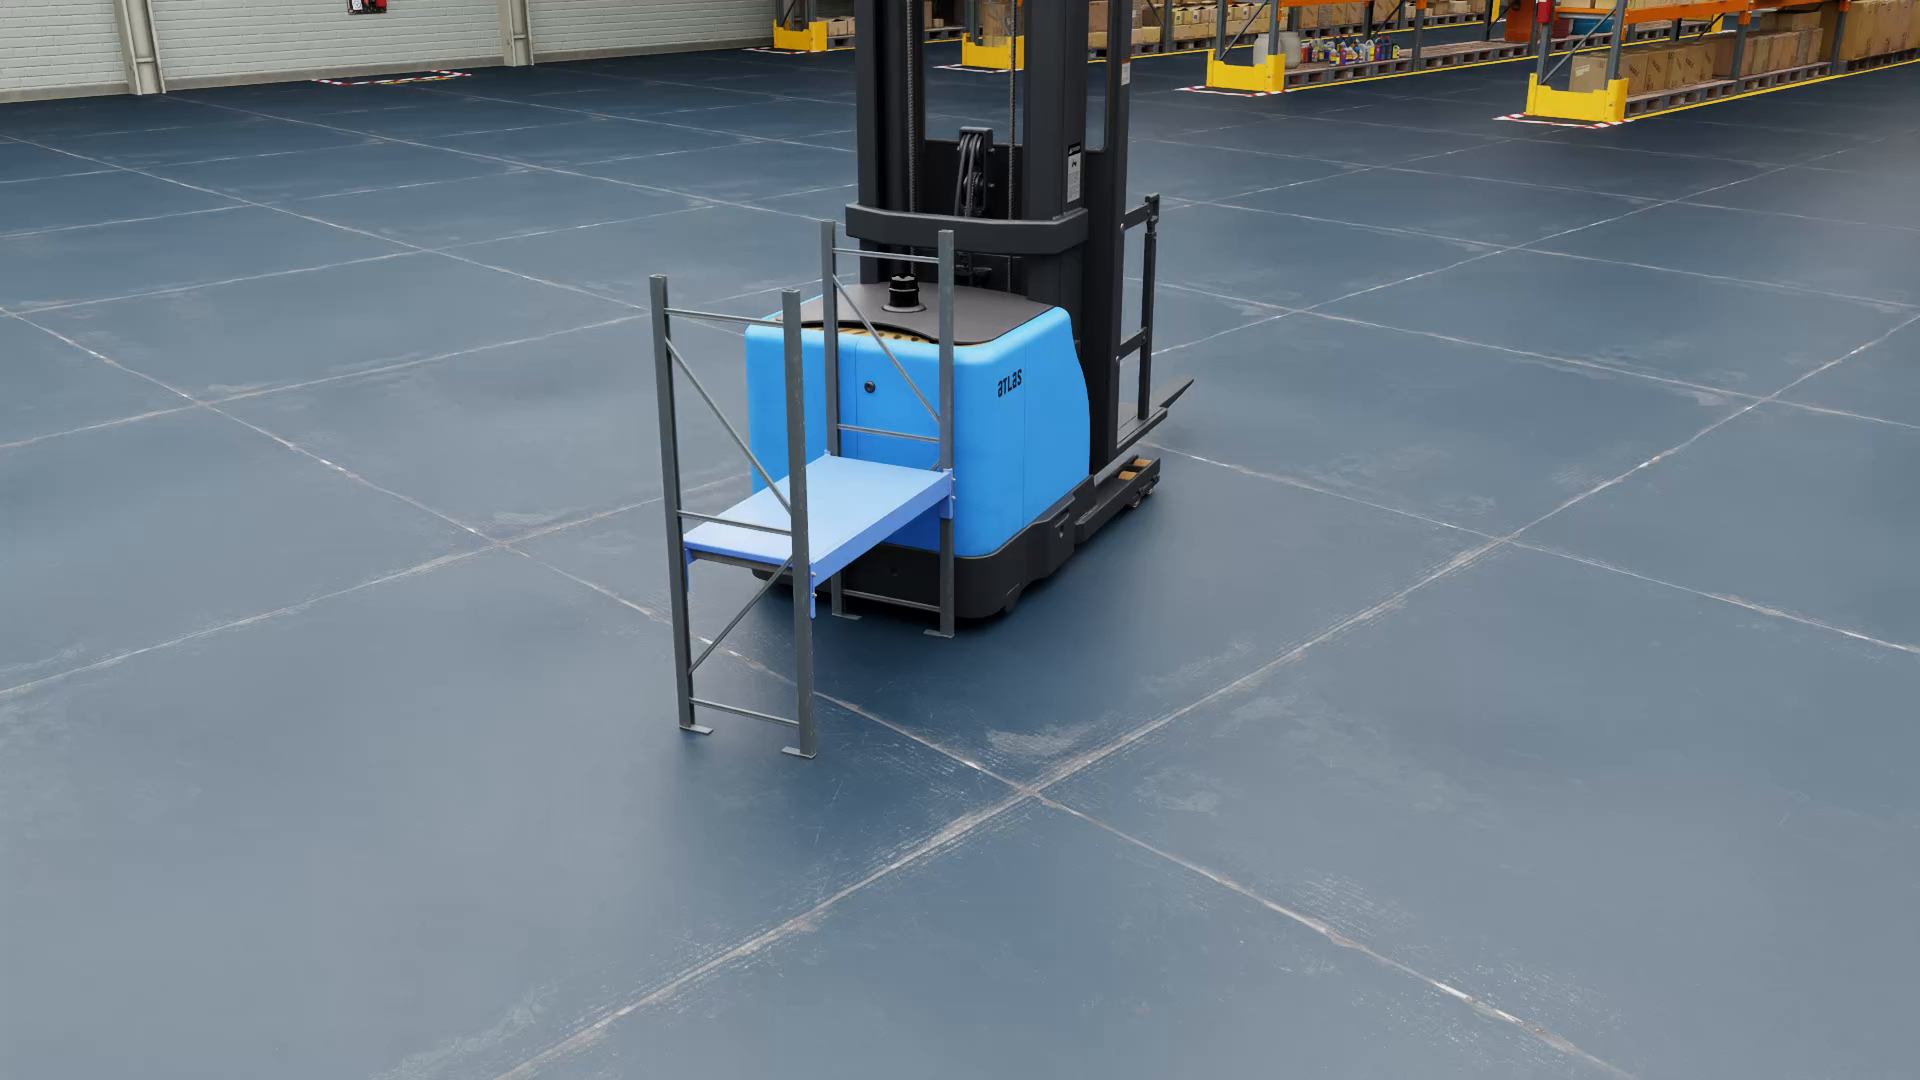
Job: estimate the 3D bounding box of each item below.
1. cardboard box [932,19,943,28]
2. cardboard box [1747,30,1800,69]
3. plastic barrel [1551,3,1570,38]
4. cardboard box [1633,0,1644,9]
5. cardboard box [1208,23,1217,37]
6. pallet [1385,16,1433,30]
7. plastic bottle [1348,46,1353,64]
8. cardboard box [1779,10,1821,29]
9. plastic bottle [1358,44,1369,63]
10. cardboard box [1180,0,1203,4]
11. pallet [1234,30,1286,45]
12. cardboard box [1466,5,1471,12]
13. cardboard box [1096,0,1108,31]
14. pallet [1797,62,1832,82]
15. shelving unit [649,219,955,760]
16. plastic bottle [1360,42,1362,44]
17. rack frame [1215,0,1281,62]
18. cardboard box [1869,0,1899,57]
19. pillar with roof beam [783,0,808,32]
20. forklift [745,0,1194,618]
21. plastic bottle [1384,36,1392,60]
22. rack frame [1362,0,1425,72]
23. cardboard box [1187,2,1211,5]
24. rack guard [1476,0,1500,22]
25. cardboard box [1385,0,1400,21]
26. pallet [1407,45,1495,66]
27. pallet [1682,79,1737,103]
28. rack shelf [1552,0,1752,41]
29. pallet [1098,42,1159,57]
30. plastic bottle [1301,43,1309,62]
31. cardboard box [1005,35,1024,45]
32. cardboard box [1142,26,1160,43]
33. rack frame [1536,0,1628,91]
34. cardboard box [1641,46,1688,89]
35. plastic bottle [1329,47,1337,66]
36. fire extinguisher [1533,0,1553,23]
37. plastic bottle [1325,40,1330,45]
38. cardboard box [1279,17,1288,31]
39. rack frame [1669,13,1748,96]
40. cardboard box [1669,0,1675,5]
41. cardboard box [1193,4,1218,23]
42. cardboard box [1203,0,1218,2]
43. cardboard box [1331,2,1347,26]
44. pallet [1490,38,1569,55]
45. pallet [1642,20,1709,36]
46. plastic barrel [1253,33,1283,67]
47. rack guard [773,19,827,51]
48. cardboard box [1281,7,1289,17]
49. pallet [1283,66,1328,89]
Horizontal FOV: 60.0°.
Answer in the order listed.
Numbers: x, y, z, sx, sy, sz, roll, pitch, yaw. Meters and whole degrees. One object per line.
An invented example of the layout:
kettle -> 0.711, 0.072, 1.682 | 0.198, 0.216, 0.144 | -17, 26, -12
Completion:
cardboard box -> -0.550, -10.178, 32.711 | 0.380, 0.166, 0.250 | 15, 26, 34
cardboard box -> 12.018, -7.318, 24.803 | 0.500, 0.500, 0.700 | -17, 27, -38
plastic barrel -> 10.807, -9.480, 30.334 | 0.600, 0.588, 0.708 | 19, 28, 41
cardboard box -> 8.216, -6.649, 20.543 | 0.380, 0.149, 0.250 | 19, 28, 41
cardboard box -> 4.530, -9.421, 30.651 | 0.500, 0.250, 0.500 | 18, 28, 39
pallet -> 9.414, -11.133, 35.745 | 1.003, 0.211, 1.213 | 19, 28, 41
plastic bottle -> 5.907, -7.367, 25.249 | 0.097, 0.271, 0.097 | 0, 21, 0
cardboard box -> 12.793, -7.958, 25.425 | 0.500, 0.250, 0.500 | -19, 28, -40
plastic bottle -> 6.182, -7.484, 25.549 | 0.135, 0.276, 0.152 | -20, 28, -41
cardboard box -> 5.022, -12.490, 37.800 | 0.750, 0.750, 0.750 | 20, 28, 41
pallet -> 5.542, -9.726, 32.086 | 1.003, 0.211, 1.213 | 19, 28, 41
cardboard box -> 11.175, -11.886, 37.154 | 0.380, 0.166, 0.250 | 19, 28, 41
cardboard box -> 2.484, -9.035, 28.603 | 0.500, 0.500, 0.500 | 19, 28, 41
pallet -> 12.693, -7.247, 25.636 | 1.003, 0.211, 1.213 | 19, 28, 41
shelving unit -> -0.471, -0.212, 5.536 | 0.538, 1.500, 1.048 | 10, 23, 24
plastic bottle -> 6.207, -7.547, 25.703 | 0.061, 0.283, 0.133 | 19, 28, 41
rack frame -> 4.110, -7.933, 23.533 | 1.000, 3.000, 0.127 | 19, 28, 41
cardboard box -> 14.363, -8.353, 27.003 | 1.225, 0.875, 0.875 | 19, 28, 41
pillar with roof beam -> -0.035, -12.532, 27.136 | 9.100, 9.000, 0.400 | 19, 28, 41
forklift -> 0.267, -1.570, 7.075 | 1.130, 2.935, 3.031 | 10, 23, 24
plastic bottle -> 6.657, -7.692, 25.986 | 0.144, 0.351, 0.185 | 18, 28, 39
rack frame -> 6.900, -8.961, 26.208 | 1.000, 3.000, 0.127 | 19, 28, 41
cardboard box -> 4.492, -9.943, 31.229 | 0.500, 0.311, 0.500 | 19, 28, 40
rack guard -> 11.672, -12.100, 37.859 | 1.175, 0.500, 0.348 | 19, 28, 41
cardboard box -> 8.796, -11.098, 34.639 | 0.500, 0.500, 0.500 | 19, 28, 40
pallet -> 8.271, -8.186, 28.078 | 1.003, 0.211, 1.213 | 19, 28, 41
pallet -> 10.006, -6.238, 23.011 | 1.003, 0.211, 1.213 | 19, 28, 41
rack shelf -> 9.054, -6.871, 21.774 | 1.077, 0.370, 4.000 | 19, 28, 41
pallet -> 2.769, -8.706, 29.431 | 1.003, 0.211, 1.213 | 19, 28, 41
plastic bottle -> 5.272, -7.507, 25.607 | 0.152, 0.276, 0.135 | 20, 28, 41
cardboard box -> 1.097, -8.168, 27.392 | 0.500, 0.250, 0.500 | 19, 28, 41
cardboard box -> 3.187, -8.940, 29.401 | 0.500, 0.250, 0.500 | 19, 28, 41
rack frame -> 7.658, -6.693, 20.307 | 1.000, 3.000, 0.127 | 19, 28, 41
cardboard box -> 9.370, -6.329, 22.260 | 0.500, 0.500, 0.500 | 16, 26, 36
plastic bottle -> 5.598, -7.253, 24.953 | 0.097, 0.271, 0.097 | 0, 21, 0
fire extinguisher -> 7.248, -6.743, 20.545 | 0.296, 0.674, 0.183 | 19, 28, 41
plastic bottle -> 5.763, -7.714, 26.137 | 0.133, 0.283, 0.061 | -19, 28, -40
cardboard box -> 5.952, -9.946, 32.018 | 0.500, 0.250, 0.500 | -19, 28, -41
rack frame -> 10.449, -7.721, 22.983 | 1.000, 3.000, 0.127 | 19, 28, 41
cardboard box -> 8.895, -6.912, 21.228 | 0.380, 0.149, 0.250 | 19, 28, 41
cardboard box -> 4.534, -9.681, 30.545 | 0.500, 0.311, 0.500 | 18, 27, 39
cardboard box -> 5.978, -12.693, 38.816 | 0.700, 0.500, 0.500 | 20, 29, 41
cardboard box -> 7.381, -10.578, 33.285 | 0.500, 0.500, 0.500 | 19, 28, 40
pallet -> 10.211, -8.901, 29.938 | 1.003, 0.211, 1.213 | 19, 28, 41
pallet -> 14.668, -10.542, 34.207 | 1.003, 0.211, 1.213 | 19, 28, 41
plastic barrel -> 4.514, -7.156, 24.394 | 0.421, 0.512, 0.421 | 0, 21, 0
rack guard -> -2.935, -9.265, 30.483 | 1.175, 0.500, 0.348 | 19, 28, 41
cardboard box -> 5.955, -10.208, 31.917 | 0.500, 0.311, 0.500 | -19, 28, -41
pallet -> 4.700, -6.870, 24.654 | 1.003, 0.211, 1.213 | 19, 28, 41
